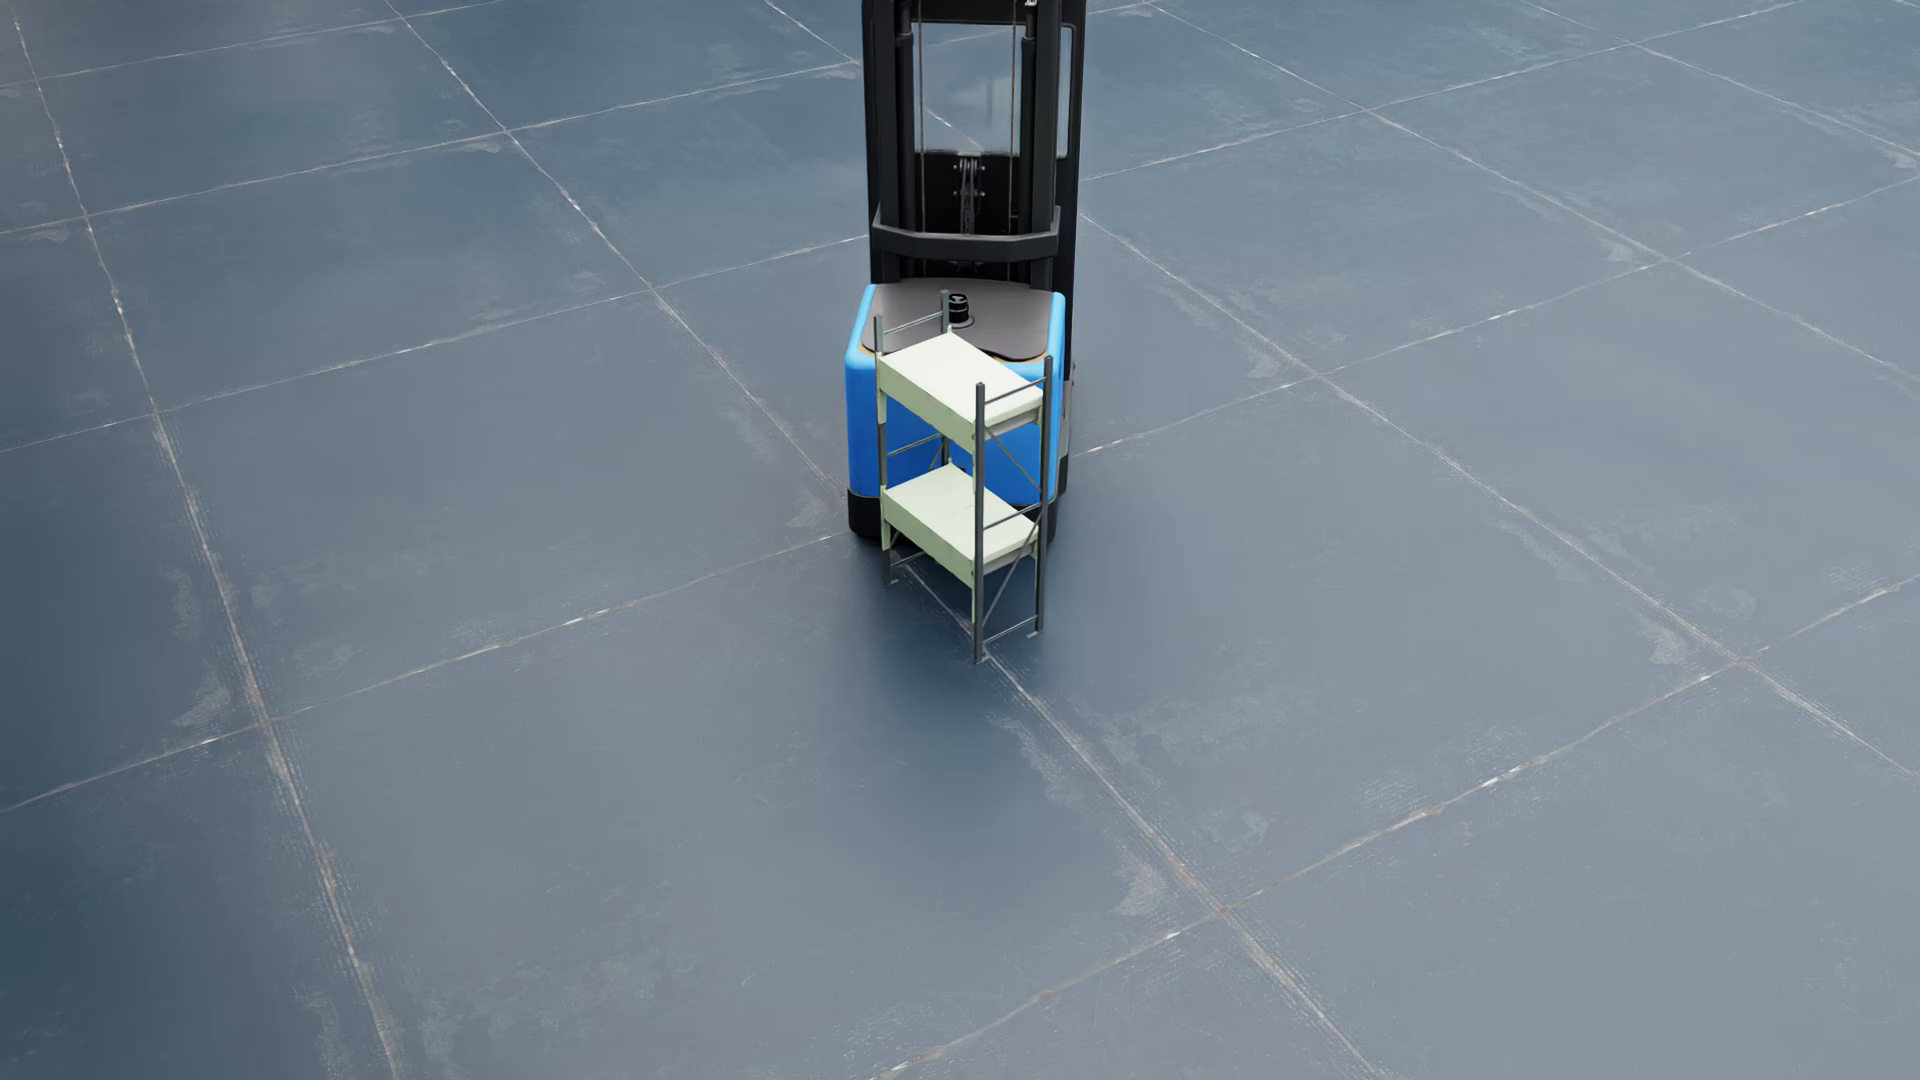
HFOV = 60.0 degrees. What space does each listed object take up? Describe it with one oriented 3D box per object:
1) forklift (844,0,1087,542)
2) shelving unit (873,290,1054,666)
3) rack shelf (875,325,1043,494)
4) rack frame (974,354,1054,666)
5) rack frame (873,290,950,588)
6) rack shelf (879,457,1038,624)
[{"bbox_3d":[0.090,-2.011,8.746,1.130,2.935,3.031,3,36,4],"label":"forklift"},{"bbox_3d":[0.007,-0.273,7.579,0.431,1.500,0.755,-24,43,-29],"label":"shelving unit"},{"bbox_3d":[0.007,-0.588,7.349,0.431,0.370,0.720,-24,43,-29],"label":"rack shelf"},{"bbox_3d":[0.229,-0.101,7.344,0.400,1.500,0.023,-24,43,-29],"label":"rack frame"},{"bbox_3d":[-0.215,-0.444,7.814,0.400,1.500,0.023,-24,43,-29],"label":"rack frame"},{"bbox_3d":[0.007,-0.010,7.772,0.431,0.370,0.720,-24,43,-29],"label":"rack shelf"}]
